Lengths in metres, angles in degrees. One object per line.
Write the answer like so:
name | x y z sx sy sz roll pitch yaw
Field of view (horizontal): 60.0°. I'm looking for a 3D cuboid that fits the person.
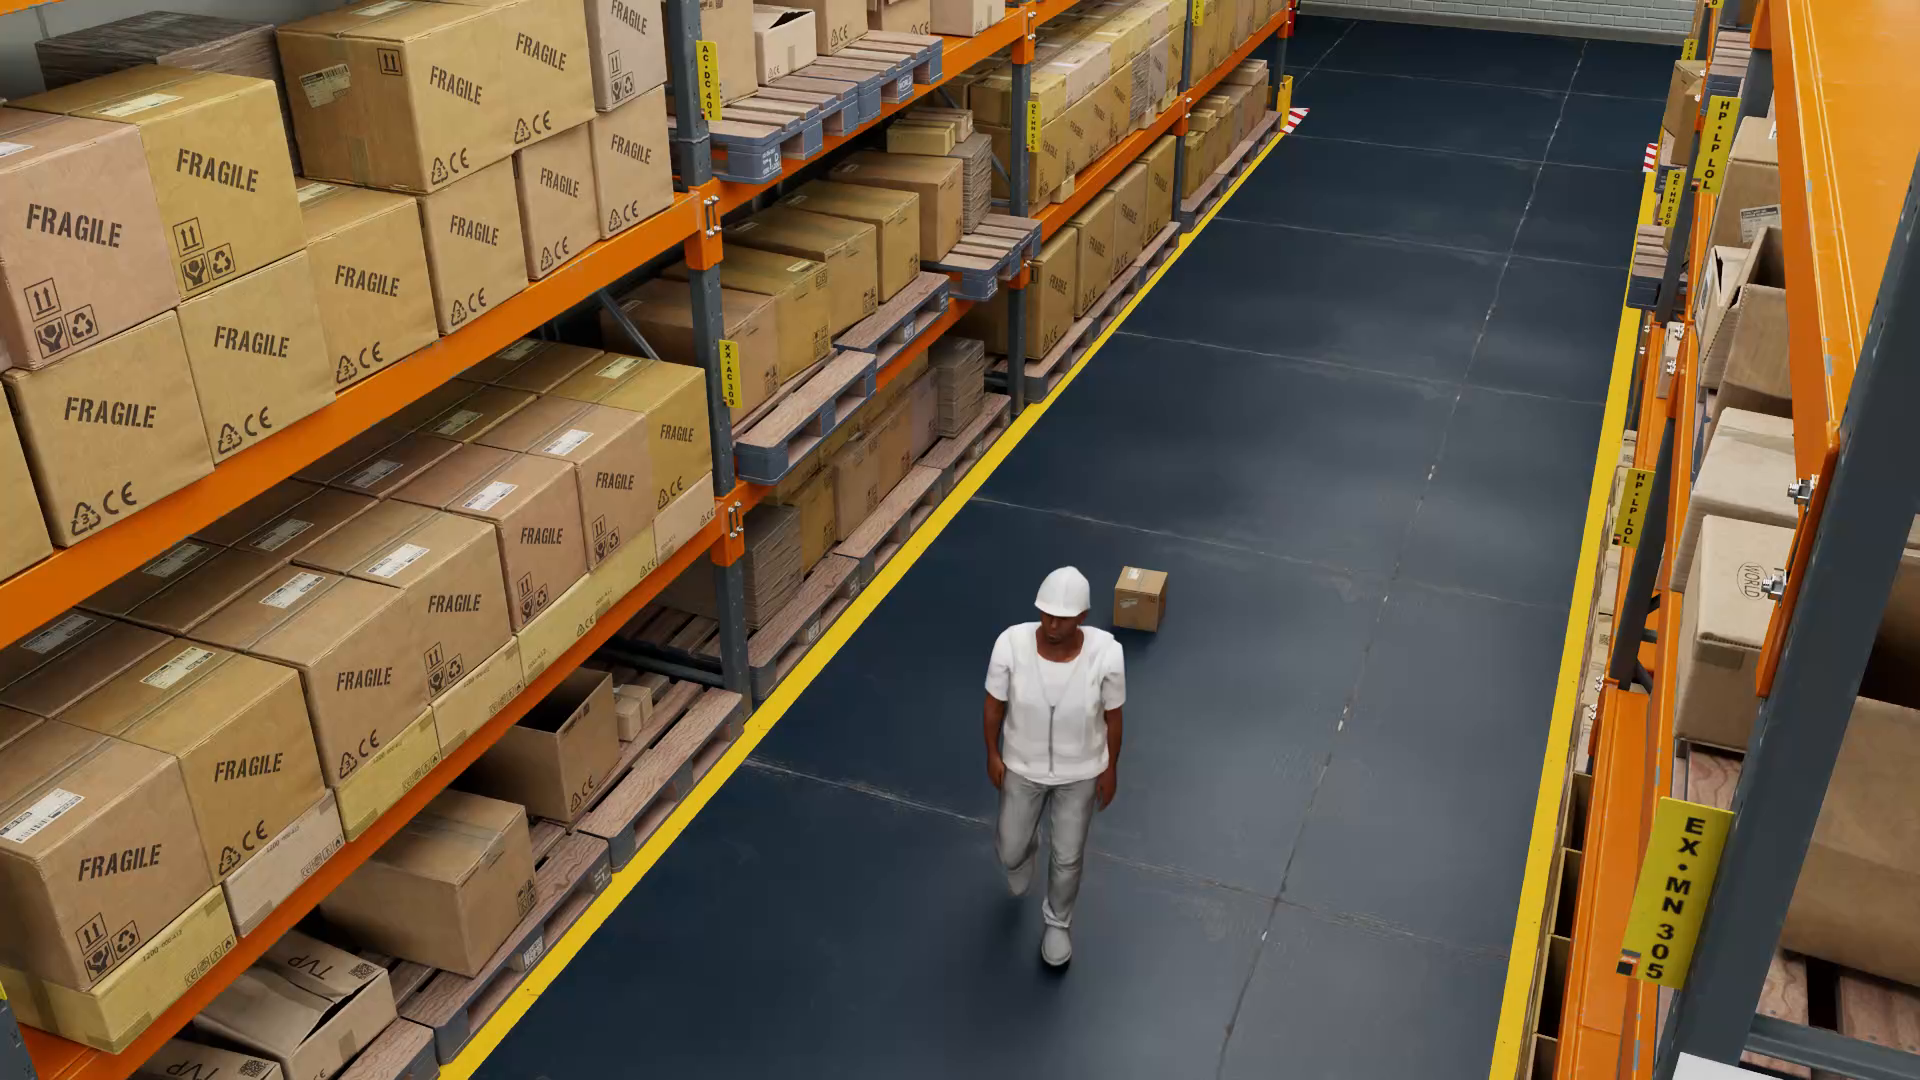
person | 0.374 0.888 6.762 0.569 1.757 0.590 4 30 7
